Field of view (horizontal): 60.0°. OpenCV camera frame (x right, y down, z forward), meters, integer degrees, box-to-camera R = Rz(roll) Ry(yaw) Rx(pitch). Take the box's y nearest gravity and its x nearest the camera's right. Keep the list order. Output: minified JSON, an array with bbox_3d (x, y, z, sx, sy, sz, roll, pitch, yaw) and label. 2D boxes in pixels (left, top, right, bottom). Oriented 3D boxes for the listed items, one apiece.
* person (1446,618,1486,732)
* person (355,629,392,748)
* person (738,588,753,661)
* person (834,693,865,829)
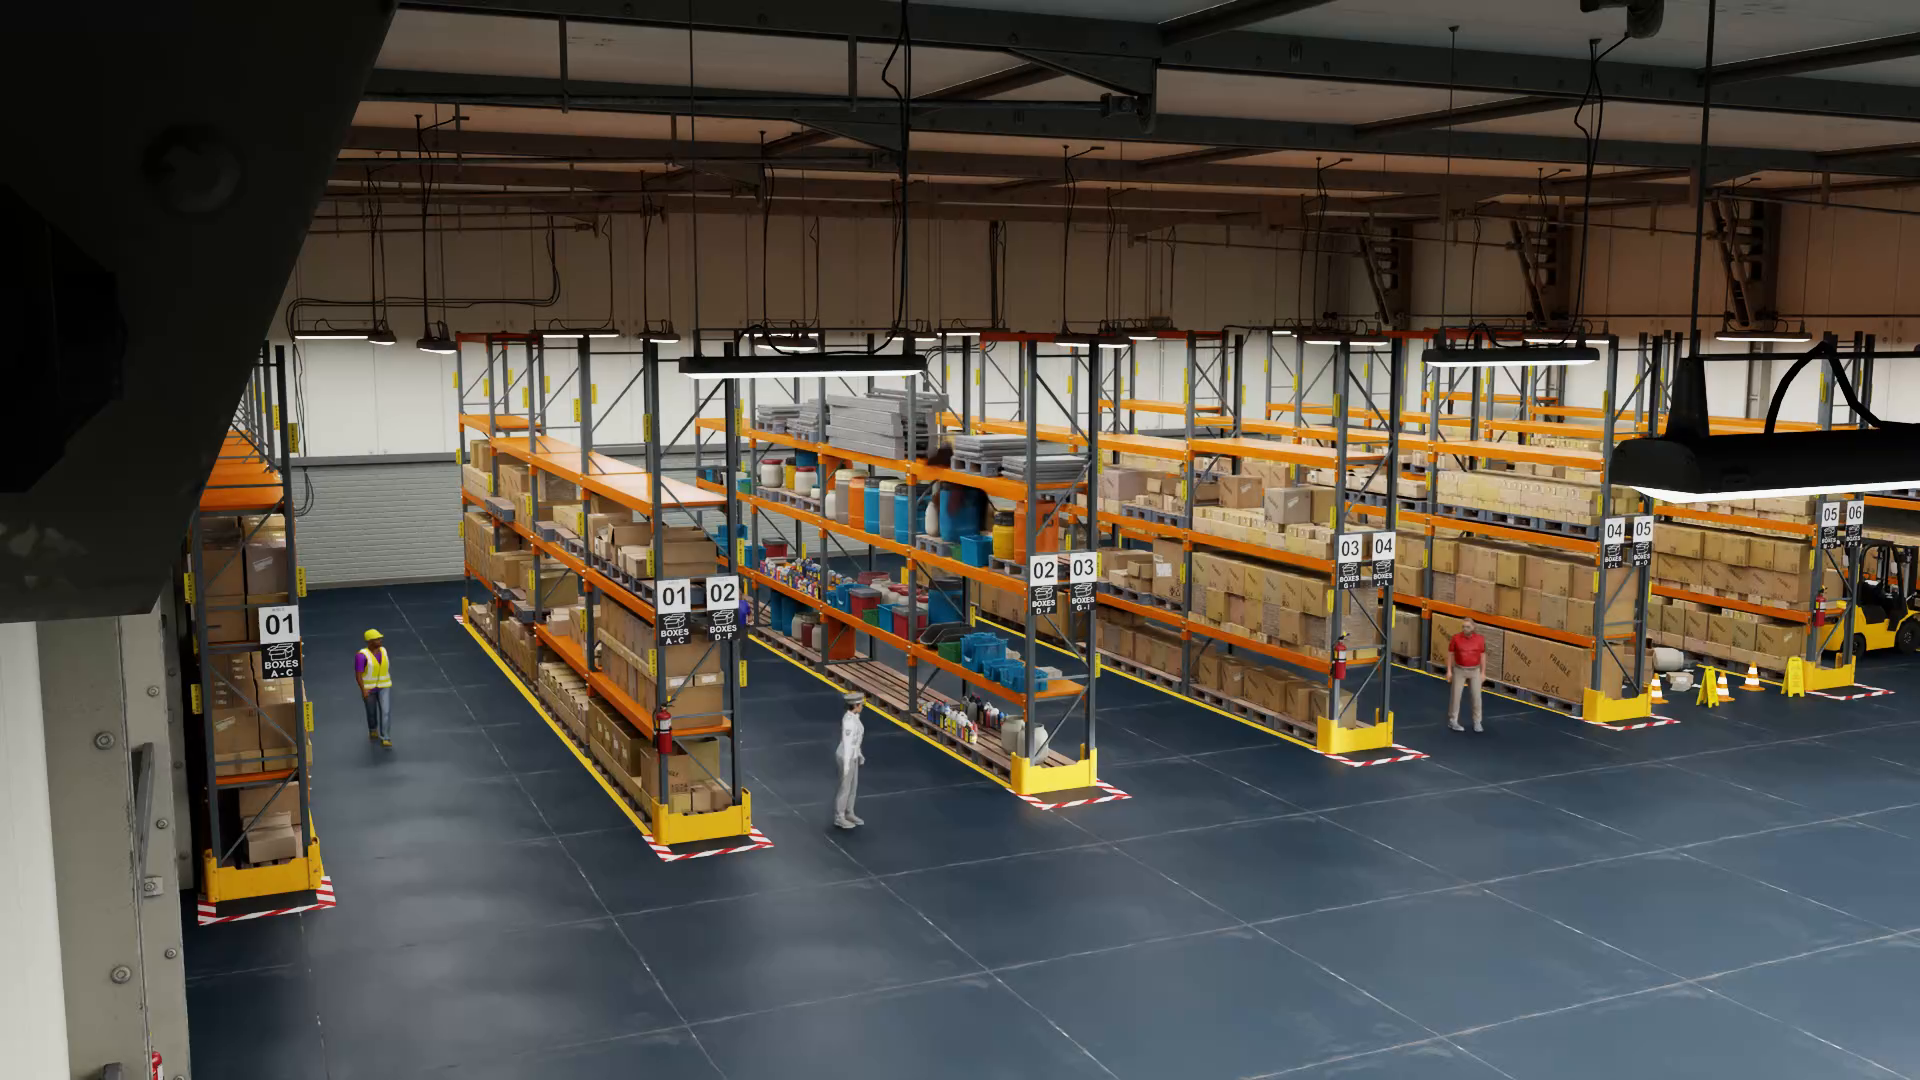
[{"bbox_3d":[7.751,2.047,25.460,0.586,1.732,0.415,1,8,8],"label":"person"},{"bbox_3d":[-8.649,2.180,24.536,0.507,1.732,1.007,-3,8,-21],"label":"person"},{"bbox_3d":[-3.857,1.618,28.821,0.628,1.608,1.006,-3,8,-24],"label":"person"},{"bbox_3d":[-1.377,2.731,20.704,0.390,1.673,0.528,1,8,4],"label":"person"}]
